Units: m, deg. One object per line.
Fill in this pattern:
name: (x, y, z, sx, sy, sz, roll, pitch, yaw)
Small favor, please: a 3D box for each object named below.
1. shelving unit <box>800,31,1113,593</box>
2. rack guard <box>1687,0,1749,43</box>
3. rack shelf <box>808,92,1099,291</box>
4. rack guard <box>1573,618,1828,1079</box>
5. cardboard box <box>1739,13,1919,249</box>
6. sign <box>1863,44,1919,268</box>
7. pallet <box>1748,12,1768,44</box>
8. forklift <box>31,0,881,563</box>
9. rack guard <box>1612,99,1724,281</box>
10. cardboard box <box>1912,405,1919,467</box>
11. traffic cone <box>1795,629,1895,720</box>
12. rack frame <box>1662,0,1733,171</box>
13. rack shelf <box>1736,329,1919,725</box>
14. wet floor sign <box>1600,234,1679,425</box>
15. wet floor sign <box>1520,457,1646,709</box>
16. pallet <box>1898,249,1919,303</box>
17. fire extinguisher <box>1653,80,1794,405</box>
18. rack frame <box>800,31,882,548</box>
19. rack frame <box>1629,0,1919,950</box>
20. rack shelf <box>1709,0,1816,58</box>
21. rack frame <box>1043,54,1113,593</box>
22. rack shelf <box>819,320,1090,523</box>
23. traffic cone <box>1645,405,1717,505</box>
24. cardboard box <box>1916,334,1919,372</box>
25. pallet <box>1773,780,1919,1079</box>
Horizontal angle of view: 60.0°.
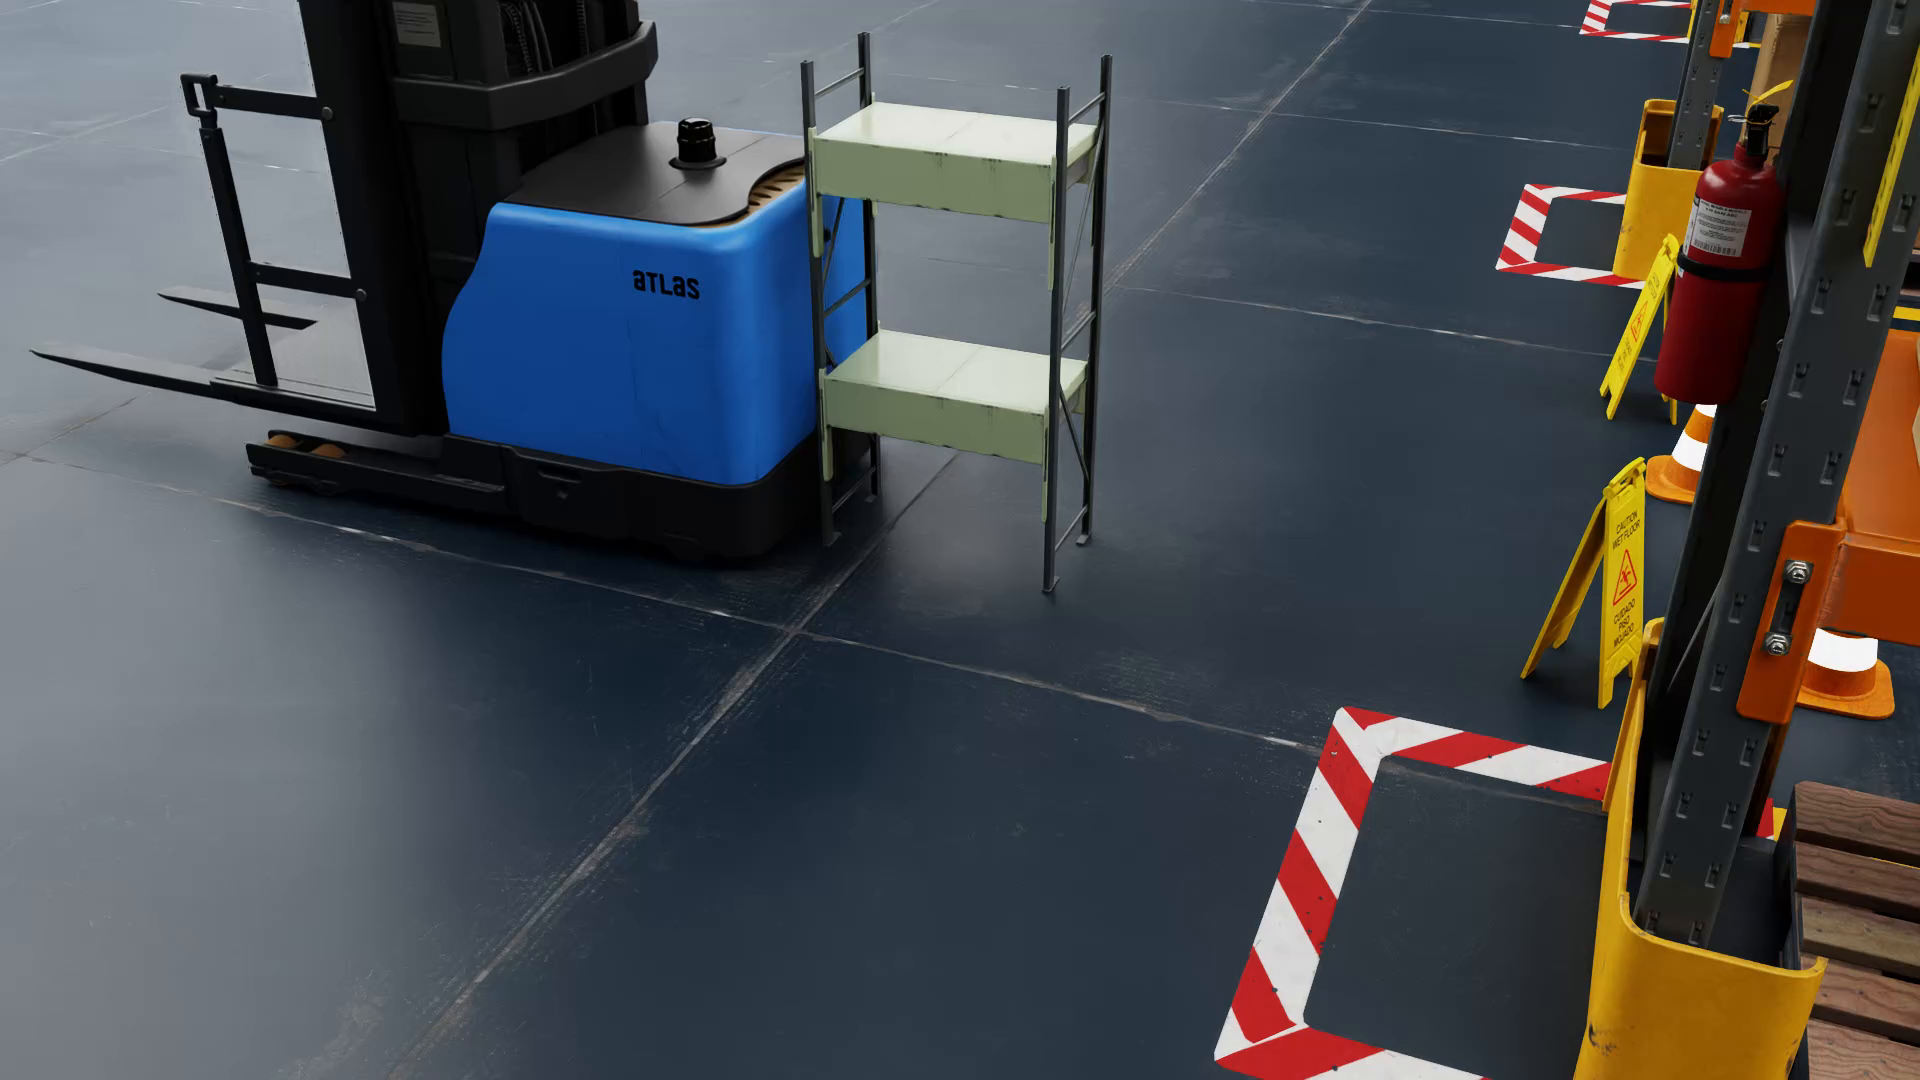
shelving unit: (-0.006, -0.654, 4.883, 0.755, 1.500, 0.431, 11, 31, 19)
rack guard: (5.288, -3.830, 11.518, 0.348, 0.500, 1.175, 11, 31, 19)
rack shelf: (-0.006, -0.994, 4.691, 0.720, 0.370, 0.431, 11, 31, 19)
rack guard: (1.562, 0.688, 3.524, 0.348, 0.500, 1.175, 11, 31, 19)
cardboard box: (3.912, -1.852, 7.211, 0.875, 0.875, 0.875, 11, 31, 19)
sign: (1.288, -0.543, 2.283, 0.005, 0.325, 0.100, 11, 31, 19)
pallet: (6.028, -3.538, 11.295, 1.213, 0.211, 1.003, 11, 31, 19)
forklift: (-1.831, -1.652, 5.195, 3.031, 2.935, 1.130, 11, 31, 18)
rack guard: (3.237, -1.606, 7.583, 0.348, 0.500, 1.175, 11, 31, 19)
cardboard box: (1.729, -0.147, 2.717, 0.250, 0.149, 0.380, 11, 31, 19)
traffic cone: (2.375, 0.182, 4.458, 0.334, 0.463, 0.336, 11, 31, 19)
rack frame: (3.259, -2.689, 6.960, 0.127, 3.000, 1.000, 11, 31, 19)
rack shelf: (3.345, 0.269, 2.456, 4.000, 0.370, 1.077, 11, 31, 19)
wet floor sign: (2.488, -0.767, 5.951, 0.232, 0.644, 0.267, 6, 30, 11)
wet floor sign: (1.718, 0.088, 4.438, 0.232, 0.644, 0.267, 24, 37, 36)
pallet: (4.029, -1.363, 7.447, 1.213, 0.211, 1.003, 11, 31, 19)
fire extinguisher: (1.559, -0.611, 3.362, 0.183, 0.674, 0.296, 11, 31, 19)
rack frame: (-0.345, -0.722, 5.003, 0.023, 1.500, 0.400, 11, 31, 19)
rack frame: (1.492, -0.414, 2.934, 0.127, 3.000, 1.000, 11, 31, 19)
rack shelf: (5.112, -2.006, 6.482, 4.000, 0.370, 1.077, 11, 31, 19)
rack frame: (0.333, -0.586, 4.763, 0.023, 1.500, 0.400, 11, 31, 19)
rack shelf: (-0.006, -0.370, 5.044, 0.720, 0.370, 0.431, 11, 31, 19)
traffic cone: (2.477, -0.387, 5.464, 0.334, 0.463, 0.336, 11, 31, 19)
cardboard box: (1.919, -0.333, 3.046, 0.250, 0.149, 0.380, 12, 32, 21)
pallet: (2.302, 0.981, 3.300, 1.213, 0.211, 1.003, 11, 31, 19)
